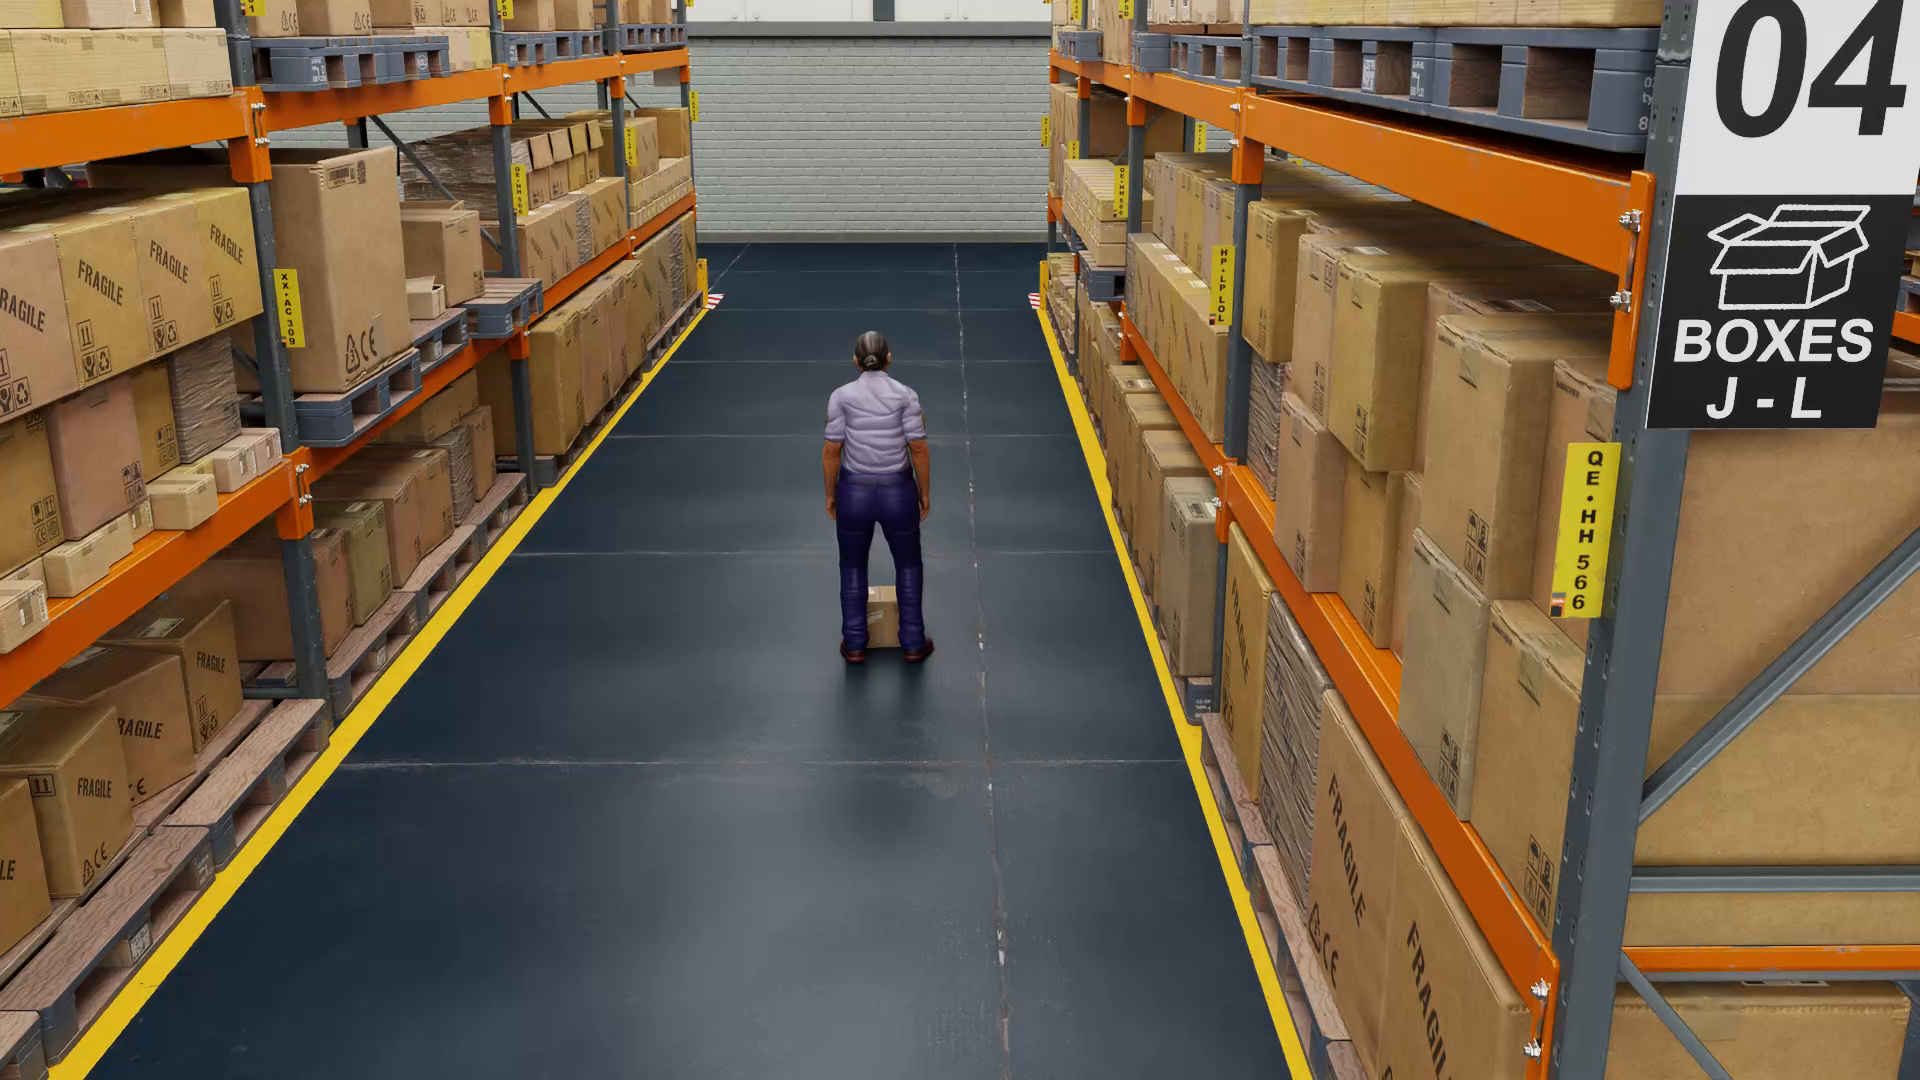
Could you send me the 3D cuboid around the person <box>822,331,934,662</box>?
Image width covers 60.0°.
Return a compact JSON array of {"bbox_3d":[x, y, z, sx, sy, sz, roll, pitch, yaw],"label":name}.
[{"bbox_3d":[-0.402,-0.199,8.202,0.537,1.651,0.373,0,17,-1],"label":"person"}]
